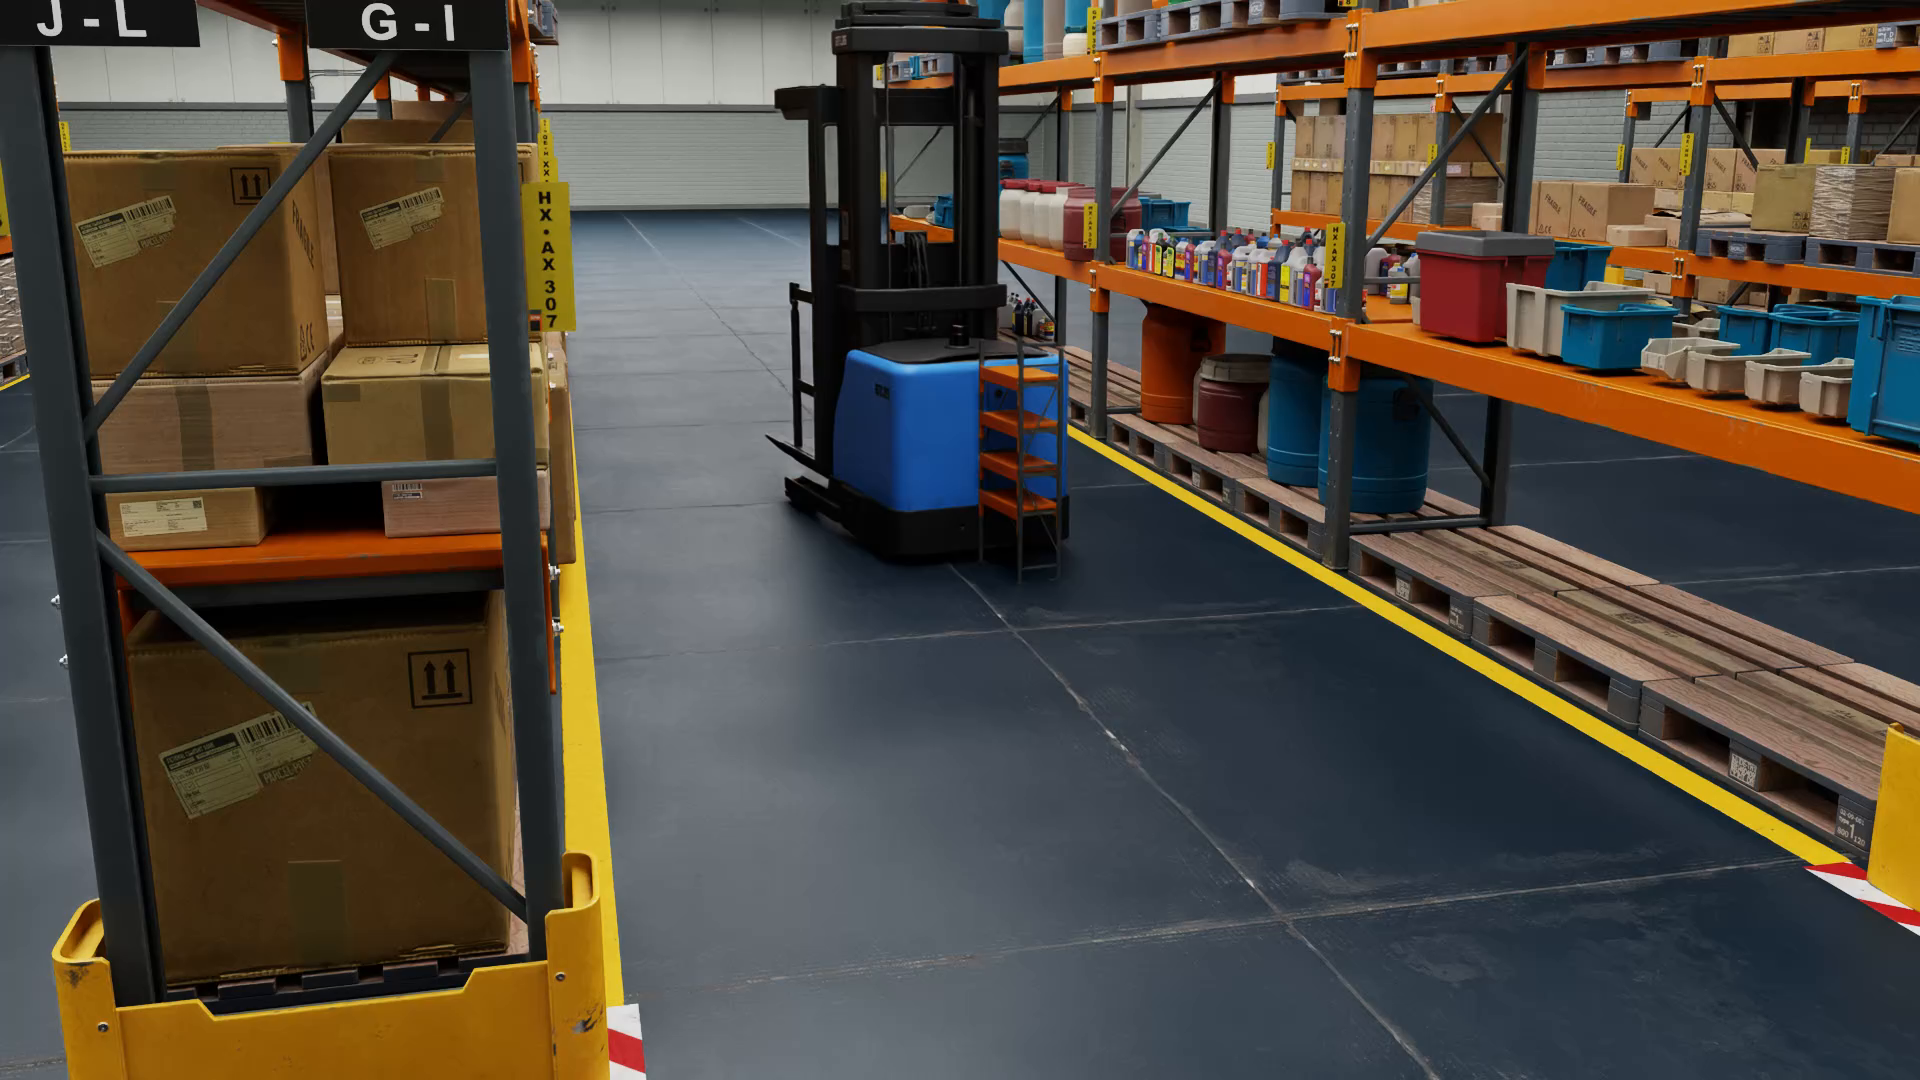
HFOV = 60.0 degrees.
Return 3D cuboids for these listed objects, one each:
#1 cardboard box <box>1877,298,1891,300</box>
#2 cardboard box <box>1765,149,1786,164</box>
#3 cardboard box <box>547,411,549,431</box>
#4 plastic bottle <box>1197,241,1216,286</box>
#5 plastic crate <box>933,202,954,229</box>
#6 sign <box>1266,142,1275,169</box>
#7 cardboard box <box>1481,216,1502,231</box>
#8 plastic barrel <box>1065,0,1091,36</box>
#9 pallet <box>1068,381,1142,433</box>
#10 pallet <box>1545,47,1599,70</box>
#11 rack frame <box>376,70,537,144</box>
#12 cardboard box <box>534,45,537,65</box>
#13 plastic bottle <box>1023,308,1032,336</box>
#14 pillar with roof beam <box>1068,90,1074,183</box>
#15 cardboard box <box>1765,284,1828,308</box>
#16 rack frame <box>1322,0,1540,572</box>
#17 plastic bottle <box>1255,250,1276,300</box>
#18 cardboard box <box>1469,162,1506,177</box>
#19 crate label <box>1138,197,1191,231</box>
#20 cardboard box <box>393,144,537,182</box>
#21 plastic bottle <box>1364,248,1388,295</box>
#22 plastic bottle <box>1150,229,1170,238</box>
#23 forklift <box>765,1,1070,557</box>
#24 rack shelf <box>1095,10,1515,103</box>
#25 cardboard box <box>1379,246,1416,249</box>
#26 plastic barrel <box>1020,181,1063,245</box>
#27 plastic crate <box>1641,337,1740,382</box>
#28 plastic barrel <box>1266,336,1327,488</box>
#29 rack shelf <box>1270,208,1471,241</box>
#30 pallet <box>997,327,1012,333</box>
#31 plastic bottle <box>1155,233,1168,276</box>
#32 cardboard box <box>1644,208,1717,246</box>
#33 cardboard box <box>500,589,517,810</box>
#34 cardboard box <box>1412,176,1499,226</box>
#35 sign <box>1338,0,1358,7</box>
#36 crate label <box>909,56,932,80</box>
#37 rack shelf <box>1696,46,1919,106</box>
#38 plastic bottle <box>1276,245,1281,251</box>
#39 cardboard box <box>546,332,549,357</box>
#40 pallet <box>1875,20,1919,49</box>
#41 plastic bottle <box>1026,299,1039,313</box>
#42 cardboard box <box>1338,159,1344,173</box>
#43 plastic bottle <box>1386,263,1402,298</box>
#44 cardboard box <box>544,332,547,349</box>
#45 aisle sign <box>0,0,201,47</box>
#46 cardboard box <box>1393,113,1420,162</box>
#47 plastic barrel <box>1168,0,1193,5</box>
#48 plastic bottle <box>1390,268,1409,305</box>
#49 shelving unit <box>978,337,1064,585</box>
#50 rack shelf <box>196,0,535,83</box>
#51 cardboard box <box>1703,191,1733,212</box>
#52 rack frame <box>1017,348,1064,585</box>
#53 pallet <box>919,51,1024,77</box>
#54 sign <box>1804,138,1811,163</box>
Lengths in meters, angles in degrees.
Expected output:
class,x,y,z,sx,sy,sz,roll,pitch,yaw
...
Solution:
class,x,y,z,sx,sy,sz,roll,pitch,yaw
cardboard box,10.369,-2.561,17.931,0.700,0.500,0.500,-3,14,-11
cardboard box,9.645,-4.239,19.150,0.500,0.500,0.500,-3,14,-14
cardboard box,-1.513,-0.409,5.310,0.380,0.149,0.250,-3,14,-14
plastic bottle,1.602,-1.758,10.563,0.152,0.276,0.135,-3,14,-13
plastic crate,0.026,-3.347,17.118,0.499,0.251,0.616,-3,14,-13
sign,3.885,-4.806,20.788,0.100,0.325,0.005,-3,14,-13
cardboard box,5.375,-3.116,16.391,0.380,0.149,0.250,-3,14,-13
plastic barrel,1.187,-4.472,14.036,0.600,0.901,0.708,-3,14,-13
pallet,1.345,-1.082,13.412,1.003,0.211,1.213,-3,14,-13
pallet,5.793,-4.306,14.809,1.003,0.211,1.213,-3,14,-11
rack frame,-3.325,-1.980,11.211,1.000,3.000,0.127,-3,14,-13
cardboard box,-4.121,-4.405,15.133,0.500,0.250,0.500,-4,14,-15
plastic bottle,0.695,-2.238,17.063,0.061,0.283,0.133,-3,14,-13
pillar with roof beam,-0.985,-14.135,48.325,9.100,9.000,0.548,-3,14,-13
cardboard box,9.897,-2.968,19.593,0.500,0.500,0.500,-4,14,-17
rack frame,2.429,-1.333,8.564,1.000,3.000,0.127,-3,14,-13
plastic bottle,1.818,-1.546,9.698,0.152,0.276,0.135,-3,14,-13
cardboard box,5.491,-3.890,17.453,0.380,0.149,0.250,-3,14,-13
crate label,1.519,-2.517,13.336,0.502,0.435,0.616,-3,14,-13
cardboard box,-1.904,-1.286,6.480,0.500,0.500,0.500,-3,14,-13
plastic bottle,2.473,-1.615,9.977,0.152,0.276,0.135,-3,14,-13
plastic bottle,1.424,-2.086,11.908,0.152,0.276,0.135,-3,14,-13
forklift,-0.440,-1.641,9.968,1.130,2.935,3.031,-6,15,-22
rack shelf,1.959,-2.902,10.181,1.077,0.370,4.000,-3,14,-13
cardboard box,5.206,-3.157,19.357,0.500,0.500,0.500,-3,14,-13
plastic barrel,0.734,-2.843,14.455,0.433,0.535,0.433,0,14,0
plastic crate,2.770,-0.687,6.349,0.298,0.136,0.250,-3,14,-13
plastic barrel,2.151,-0.808,9.949,0.600,0.901,0.708,-3,14,-13
rack shelf,4.896,-3.566,19.218,1.077,0.370,4.000,-3,14,-13
pallet,0.142,-2.263,18.246,1.003,0.211,1.213,-3,14,-13
plastic bottle,1.372,-1.941,11.298,0.061,0.283,0.133,-3,14,-13
cardboard box,6.283,-2.705,14.366,0.500,0.311,0.500,-3,14,-14
cardboard box,-1.888,0.341,5.304,0.875,0.875,0.875,-3,14,-13
cardboard box,5.255,-3.604,17.650,0.700,0.500,0.500,-4,14,-15
sign,1.893,-2.764,8.083,0.100,0.325,0.005,-3,14,-13
crate label,-0.271,-5.036,17.713,0.502,0.251,0.408,-3,14,-13
rack shelf,6.775,-3.177,11.308,1.077,0.370,4.000,-3,14,-13
plastic bottle,2.177,-1.897,11.289,0.097,0.201,0.097,0,14,0
cardboard box,-1.935,-0.823,7.007,0.380,0.149,0.250,-3,14,-12
pallet,6.913,-3.368,10.967,1.213,0.211,1.003,-3,14,-13
plastic bottle,0.764,-2.315,17.237,0.144,0.351,0.185,-3,14,-12
cardboard box,4.613,-4.341,19.297,0.380,0.149,0.250,-3,14,-14
plastic bottle,2.558,-1.522,9.756,0.097,0.201,0.097,0,14,0
cardboard box,-1.783,-0.804,6.089,0.500,0.250,0.500,-3,14,-12
aisle sign,-1.721,-1.364,3.212,0.394,0.787,0.004,-3,14,-13
cardboard box,5.135,-4.351,17.973,0.700,0.500,0.500,-3,14,-13
plastic barrel,1.515,-3.584,10.900,0.294,0.245,0.294,0,14,0
plastic bottle,2.487,-1.438,9.411,0.097,0.201,0.097,0,14,0
shelving unit,0.309,-0.418,8.610,0.258,1.200,0.503,-6,15,-22
rack shelf,-1.916,-1.703,5.274,1.077,0.370,4.000,-3,14,-13
cardboard box,9.412,-4.107,20.190,0.500,0.250,0.500,-3,14,-13
rack frame,0.404,-0.365,8.392,0.240,1.200,0.015,-6,15,-22
pallet,0.285,-4.705,16.443,1.213,0.211,1.003,-3,14,-13
sign,6.830,-3.088,13.472,0.100,0.325,0.005,-3,14,-13
